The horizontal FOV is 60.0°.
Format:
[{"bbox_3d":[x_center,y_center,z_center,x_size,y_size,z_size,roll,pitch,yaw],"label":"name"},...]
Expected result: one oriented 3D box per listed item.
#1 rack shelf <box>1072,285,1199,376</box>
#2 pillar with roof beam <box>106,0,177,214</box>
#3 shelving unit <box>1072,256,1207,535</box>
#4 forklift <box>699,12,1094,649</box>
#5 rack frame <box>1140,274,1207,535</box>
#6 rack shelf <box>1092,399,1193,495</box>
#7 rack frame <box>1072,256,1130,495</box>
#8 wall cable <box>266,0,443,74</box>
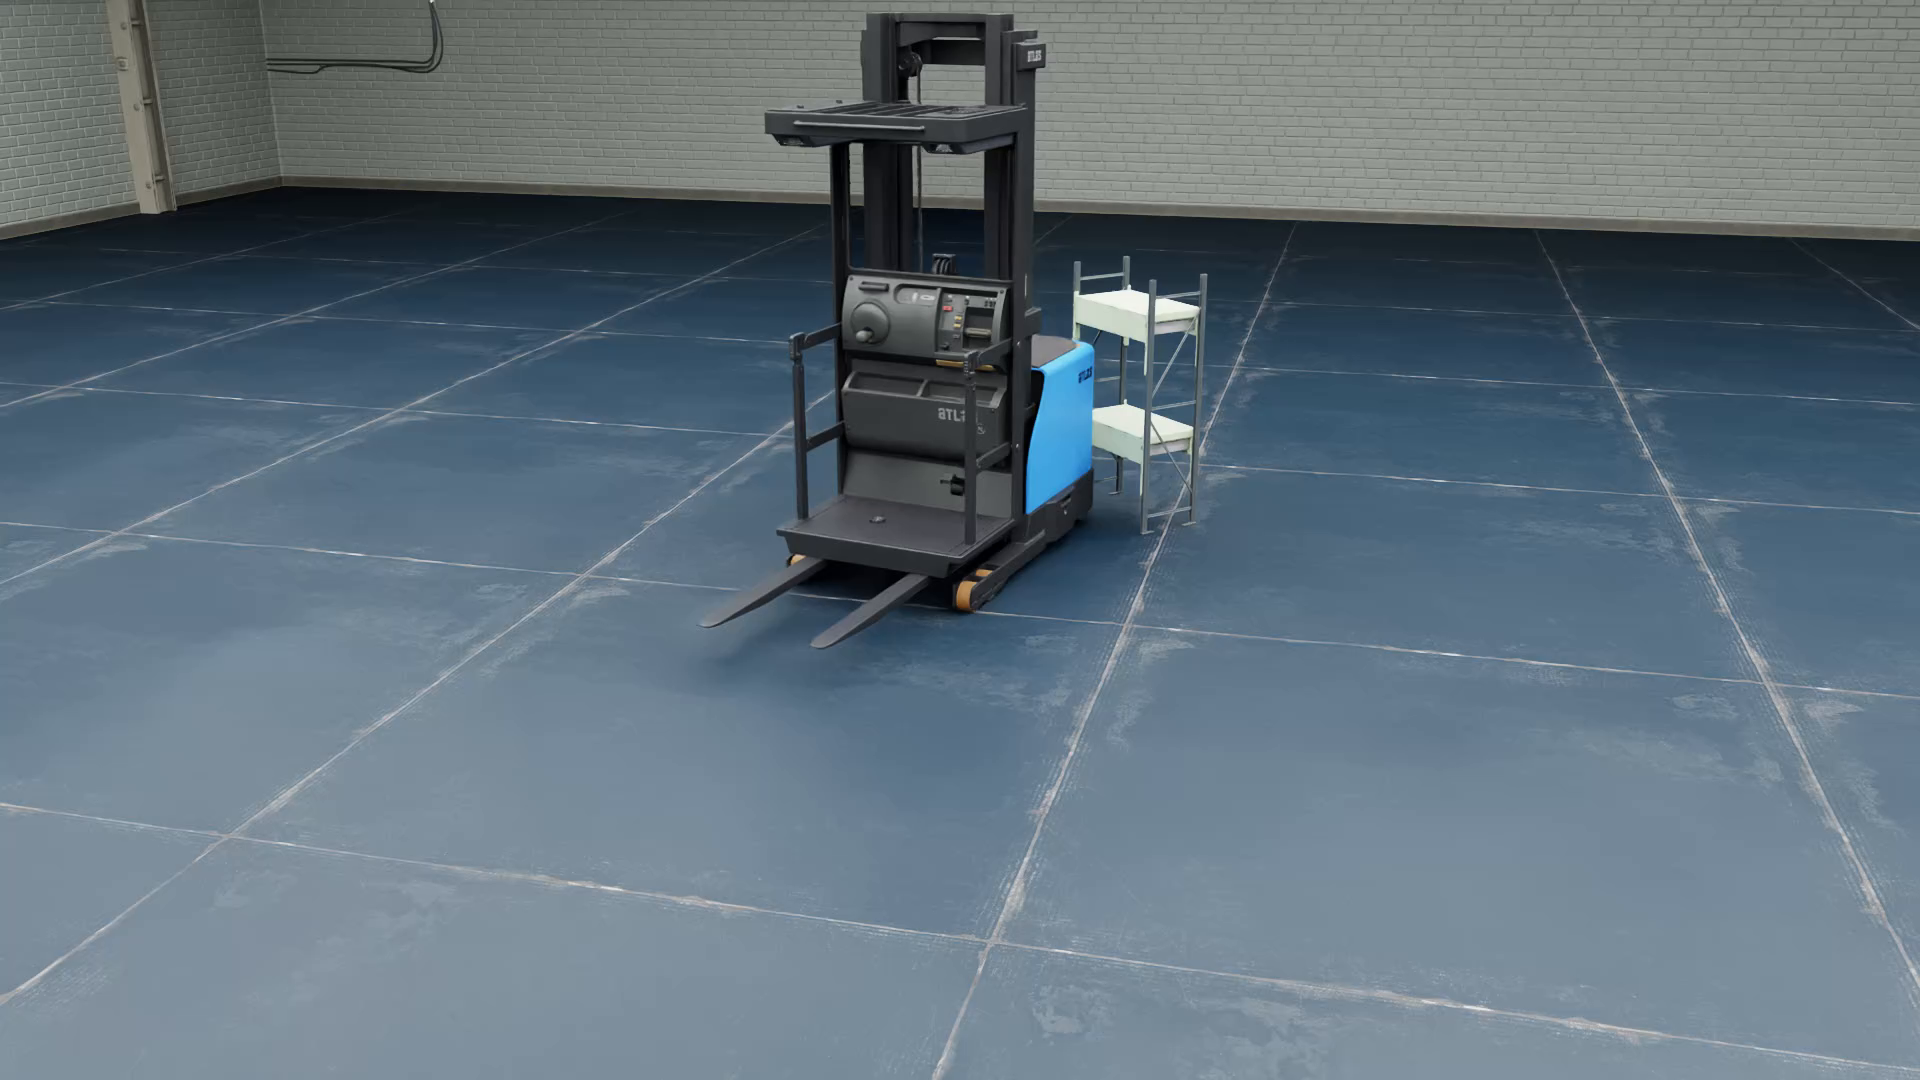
[{"bbox_3d":[1.045,-1.246,9.807,0.431,0.370,0.720,-11,22,-30],"label":"rack shelf"},{"bbox_3d":[-6.905,-8.458,20.529,9.100,9.000,0.400,5,19,13],"label":"pillar with roof beam"},{"bbox_3d":[1.045,-0.877,9.933,0.431,1.500,0.755,-11,22,-30],"label":"shelving unit"},{"bbox_3d":[-0.283,-1.172,8.585,1.130,2.935,3.031,9,21,24],"label":"forklift"},{"bbox_3d":[1.235,-0.776,9.638,0.400,1.500,0.023,-11,22,-30],"label":"rack frame"},{"bbox_3d":[1.045,-0.568,10.039,0.431,0.370,0.720,-11,22,-30],"label":"rack shelf"},{"bbox_3d":[0.854,-0.978,10.229,0.400,1.500,0.023,-11,22,-30],"label":"rack frame"},{"bbox_3d":[-9.078,-8.148,24.424,3.097,2.526,0.112,5,19,13],"label":"wall cable"}]
